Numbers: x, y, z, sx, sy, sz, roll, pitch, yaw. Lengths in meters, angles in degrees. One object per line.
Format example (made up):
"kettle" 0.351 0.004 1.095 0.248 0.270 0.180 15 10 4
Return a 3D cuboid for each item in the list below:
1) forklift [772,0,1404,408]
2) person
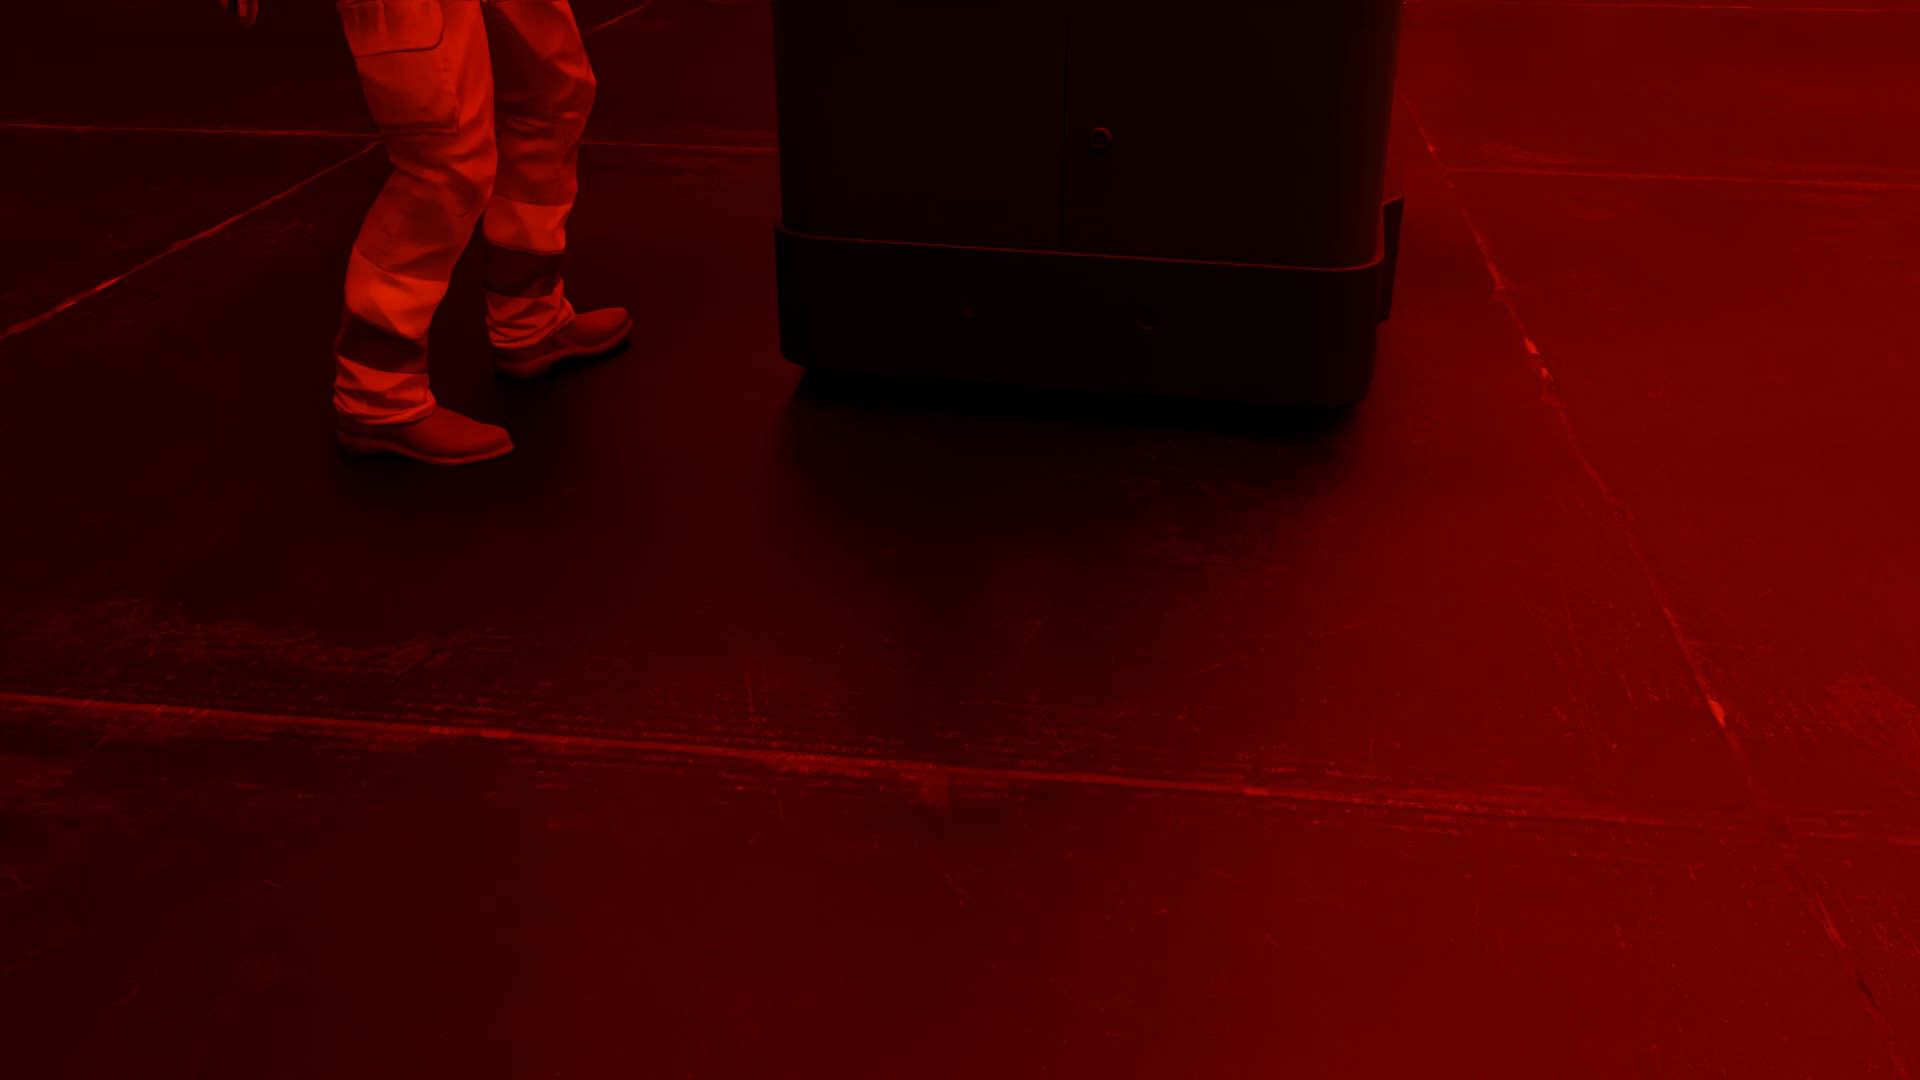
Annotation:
"forklift" 0.491 -2.168 3.563 1.130 2.935 3.031 6 27 11
"person" -0.810 -0.984 2.538 0.454 1.748 0.879 2 27 5
